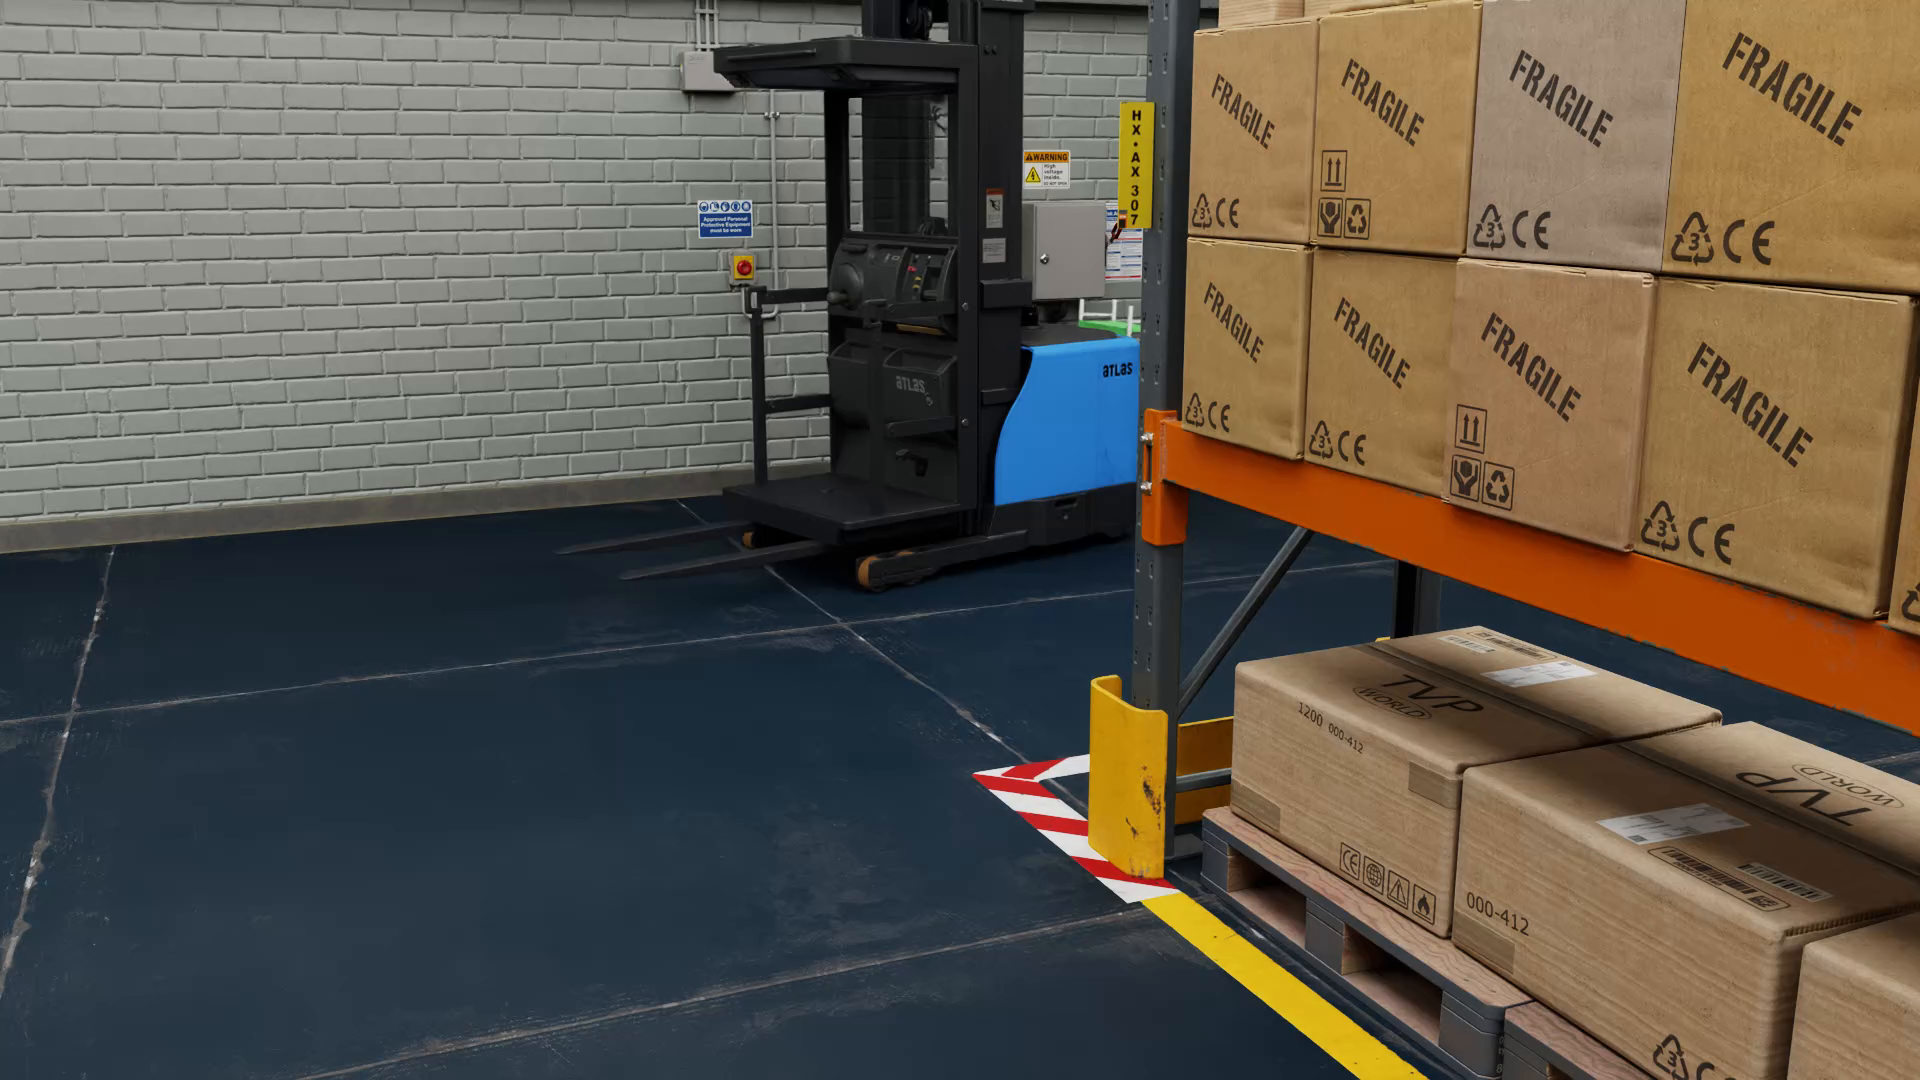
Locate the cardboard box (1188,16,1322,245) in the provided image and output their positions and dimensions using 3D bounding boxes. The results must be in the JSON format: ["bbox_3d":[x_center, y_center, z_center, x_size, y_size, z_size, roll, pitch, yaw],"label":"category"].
[{"bbox_3d":[0.907,-0.988,4.048,0.500,0.500,0.500,-6,14,-24],"label":"cardboard box"}]

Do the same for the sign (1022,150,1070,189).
[{"bbox_3d":[0.545,-2.340,10.495,0.339,0.242,0.001,-6,14,-23],"label":"sign"}]

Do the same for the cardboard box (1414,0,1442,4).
[{"bbox_3d":[1.155,-1.166,3.378,0.380,0.149,0.250,-6,14,-25],"label":"cardboard box"}]

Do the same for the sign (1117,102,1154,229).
[{"bbox_3d":[0.465,-0.989,4.393,0.100,0.325,0.005,-6,14,-23],"label":"sign"}]

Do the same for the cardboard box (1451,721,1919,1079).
[{"bbox_3d":[1.706,0.782,3.589,0.875,0.438,0.875,-5,14,-21],"label":"cardboard box"}]

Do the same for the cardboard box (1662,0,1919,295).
[{"bbox_3d":[1.534,-0.673,2.688,0.500,0.500,0.500,-6,14,-23],"label":"cardboard box"}]

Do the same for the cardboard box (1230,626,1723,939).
[{"bbox_3d":[1.331,0.594,4.403,0.875,0.438,0.875,-6,14,-25],"label":"cardboard box"}]

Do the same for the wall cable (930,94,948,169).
[{"bbox_3d":[-0.010,-2.365,10.185,0.588,1.984,0.122,-6,14,-23],"label":"wall cable"}]

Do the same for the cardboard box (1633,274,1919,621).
[{"bbox_3d":[1.536,-0.190,2.817,0.500,0.500,0.500,-5,14,-21],"label":"cardboard box"}]

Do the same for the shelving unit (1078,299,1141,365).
[{"bbox_3d":[0.869,-0.722,9.297,0.258,1.200,0.503,-4,13,-28],"label":"shelving unit"}]

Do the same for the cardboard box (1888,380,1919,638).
[{"bbox_3d":[1.732,-0.081,2.344,0.500,0.500,0.500,-6,14,-24],"label":"cardboard box"}]

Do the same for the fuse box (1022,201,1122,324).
[{"bbox_3d":[0.678,-1.272,10.570,0.539,1.711,0.414,-6,14,-23],"label":"fuse box"}]

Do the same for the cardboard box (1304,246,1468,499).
[{"bbox_3d":[1.133,-0.399,3.719,0.500,0.500,0.500,-6,14,-24],"label":"cardboard box"}]

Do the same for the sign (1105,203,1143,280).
[{"bbox_3d":[1.048,-1.941,10.814,0.329,0.494,0.001,-6,14,-23],"label":"sign"}]

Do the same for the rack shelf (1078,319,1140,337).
[{"bbox_3d":[0.888,-1.129,9.213,0.258,0.148,0.480,-4,13,-28],"label":"rack shelf"}]

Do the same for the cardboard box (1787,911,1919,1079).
[{"bbox_3d":[2.065,0.969,2.783,0.875,0.438,0.875,-6,14,-25],"label":"cardboard box"}]

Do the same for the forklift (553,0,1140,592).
[{"bbox_3d":[-0.499,-1.317,8.061,3.031,2.935,1.130,-11,17,-38],"label":"forklift"}]

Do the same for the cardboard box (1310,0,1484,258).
[{"bbox_3d":[1.120,-0.882,3.589,0.500,0.500,0.500,-6,14,-24],"label":"cardboard box"}]

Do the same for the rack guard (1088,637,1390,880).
[{"bbox_3d":[0.966,0.636,5.015,1.175,0.500,0.348,-6,14,-23],"label":"rack guard"}]

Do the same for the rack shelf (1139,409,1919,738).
[{"bbox_3d":[1.777,0.187,3.007,1.077,0.370,4.000,-6,14,-23],"label":"rack shelf"}]

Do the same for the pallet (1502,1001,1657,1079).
[{"bbox_3d":[1.852,1.191,3.255,1.003,0.211,1.213,-6,14,-23],"label":"pallet"}]

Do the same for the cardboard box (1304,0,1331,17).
[{"bbox_3d":[1.034,-1.283,3.883,0.380,0.149,0.250,-5,14,-22],"label":"cardboard box"}]

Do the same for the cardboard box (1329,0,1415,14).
[{"bbox_3d":[1.033,-1.219,3.606,0.380,0.149,0.250,-5,14,-21],"label":"cardboard box"}]

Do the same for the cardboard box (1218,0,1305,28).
[{"bbox_3d":[0.864,-1.331,4.089,0.380,0.149,0.250,-5,14,-22],"label":"cardboard box"}]

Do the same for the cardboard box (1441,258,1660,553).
[{"bbox_3d":[1.320,-0.292,3.258,0.500,0.500,0.500,-6,14,-23],"label":"cardboard box"}]

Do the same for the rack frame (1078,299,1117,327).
[{"bbox_3d":[0.754,-0.770,9.506,0.240,1.200,0.015,-4,13,-28],"label":"rack frame"}]

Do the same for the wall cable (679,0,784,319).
[{"bbox_3d":[-1.305,-2.250,9.618,0.585,1.953,0.123,-6,14,-23],"label":"wall cable"}]

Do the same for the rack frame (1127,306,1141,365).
[{"bbox_3d":[0.984,-0.673,9.088,0.240,1.200,0.015,-4,13,-28],"label":"rack frame"}]

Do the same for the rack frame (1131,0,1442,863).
[{"bbox_3d":[0.975,-0.577,4.711,1.000,3.000,0.127,-6,14,-23],"label":"rack frame"}]

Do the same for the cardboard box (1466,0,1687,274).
[{"bbox_3d":[1.333,-0.776,3.133,0.500,0.500,0.500,-6,14,-23],"label":"cardboard box"}]

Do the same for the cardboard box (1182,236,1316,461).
[{"bbox_3d":[0.905,-0.501,4.159,0.500,0.500,0.500,-6,14,-23],"label":"cardboard box"}]

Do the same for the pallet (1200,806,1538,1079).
[{"bbox_3d":[1.367,0.940,4.342,1.003,0.211,1.213,-6,14,-23],"label":"pallet"}]

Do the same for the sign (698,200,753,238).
[{"bbox_3d":[-1.373,-1.880,9.741,0.327,0.218,0.001,-6,14,-23],"label":"sign"}]
